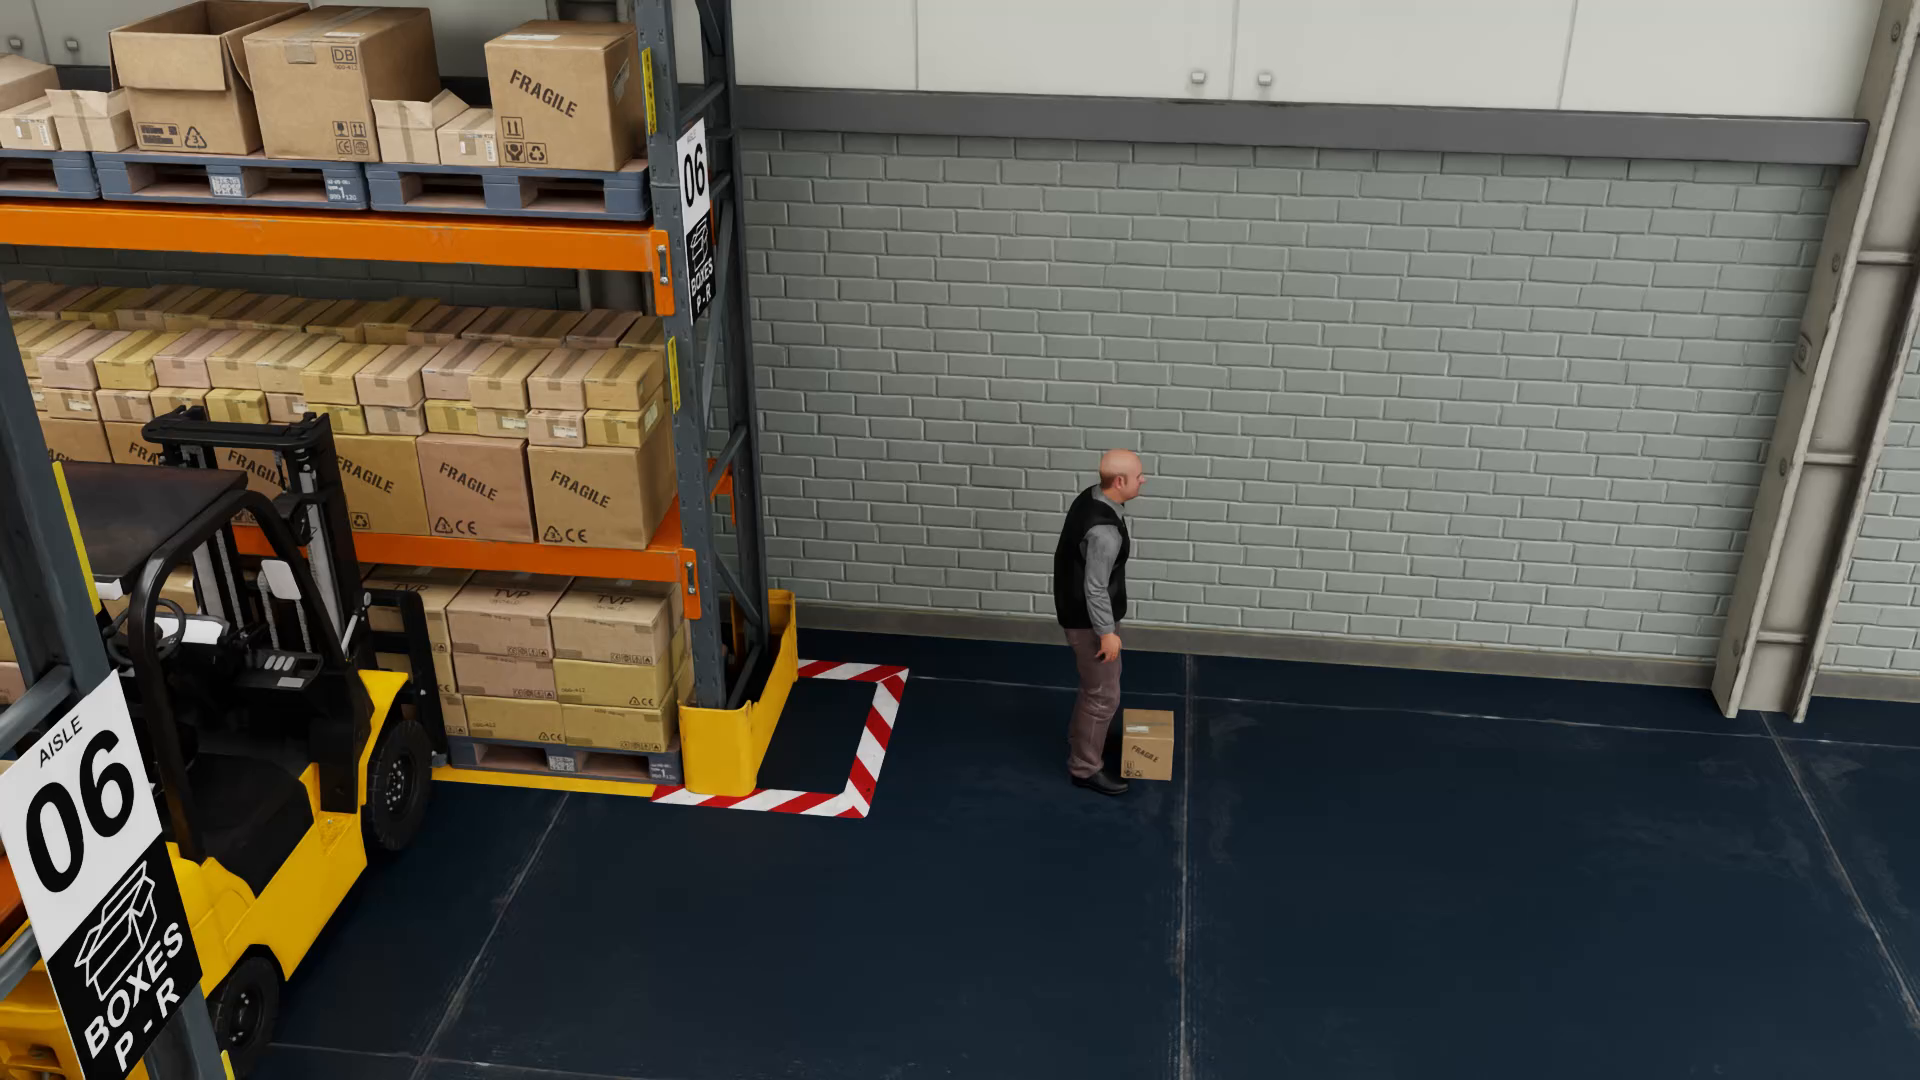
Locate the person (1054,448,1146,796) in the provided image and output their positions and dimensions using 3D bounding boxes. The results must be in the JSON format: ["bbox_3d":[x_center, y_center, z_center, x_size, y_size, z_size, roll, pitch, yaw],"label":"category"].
[{"bbox_3d":[0.653,0.401,8.009,0.419,1.617,0.593,2,28,3],"label":"person"}]
